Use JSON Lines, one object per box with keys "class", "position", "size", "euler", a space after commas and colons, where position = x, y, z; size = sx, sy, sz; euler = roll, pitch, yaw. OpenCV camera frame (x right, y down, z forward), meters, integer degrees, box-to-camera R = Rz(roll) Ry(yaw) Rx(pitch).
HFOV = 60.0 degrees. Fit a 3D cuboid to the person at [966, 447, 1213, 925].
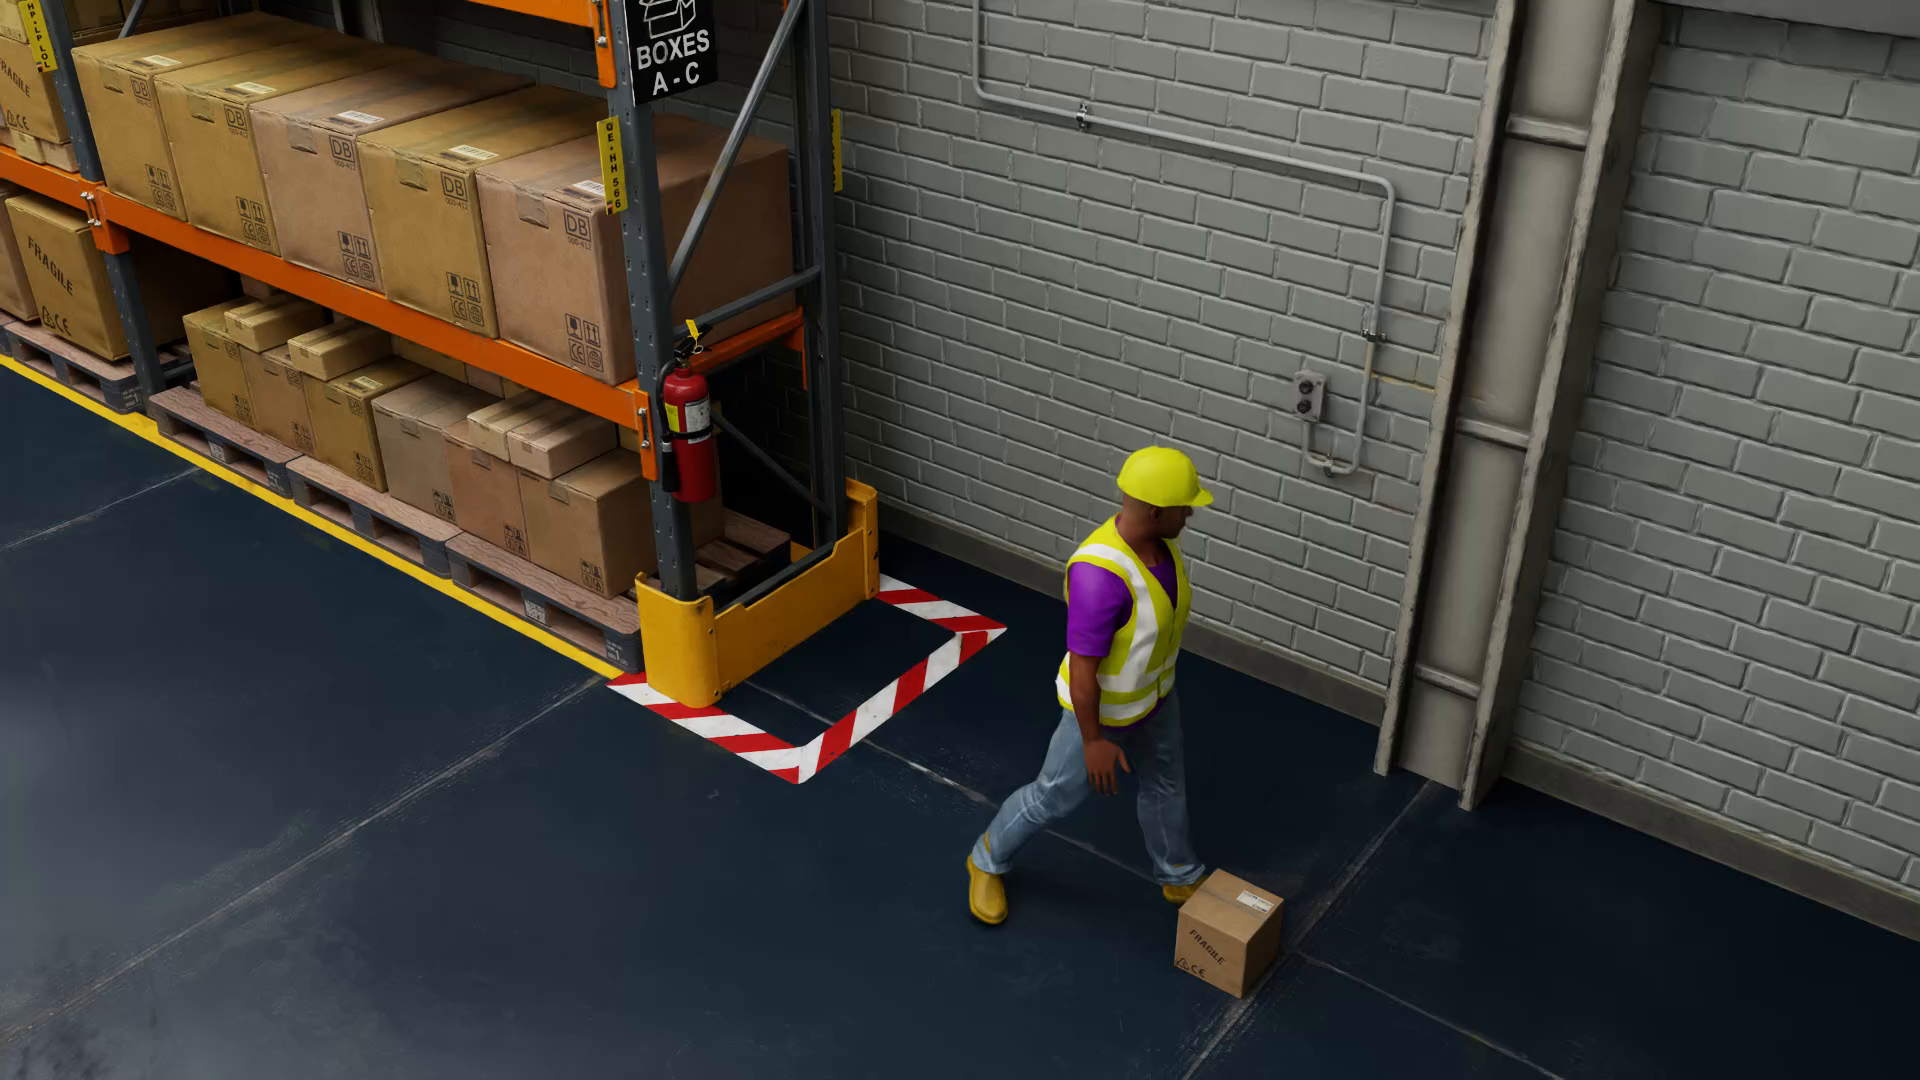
{"class": "person", "position": [0.482, 0.503, 5.275], "size": [0.883, 1.751, 0.684], "euler": [20, 36, 30]}
